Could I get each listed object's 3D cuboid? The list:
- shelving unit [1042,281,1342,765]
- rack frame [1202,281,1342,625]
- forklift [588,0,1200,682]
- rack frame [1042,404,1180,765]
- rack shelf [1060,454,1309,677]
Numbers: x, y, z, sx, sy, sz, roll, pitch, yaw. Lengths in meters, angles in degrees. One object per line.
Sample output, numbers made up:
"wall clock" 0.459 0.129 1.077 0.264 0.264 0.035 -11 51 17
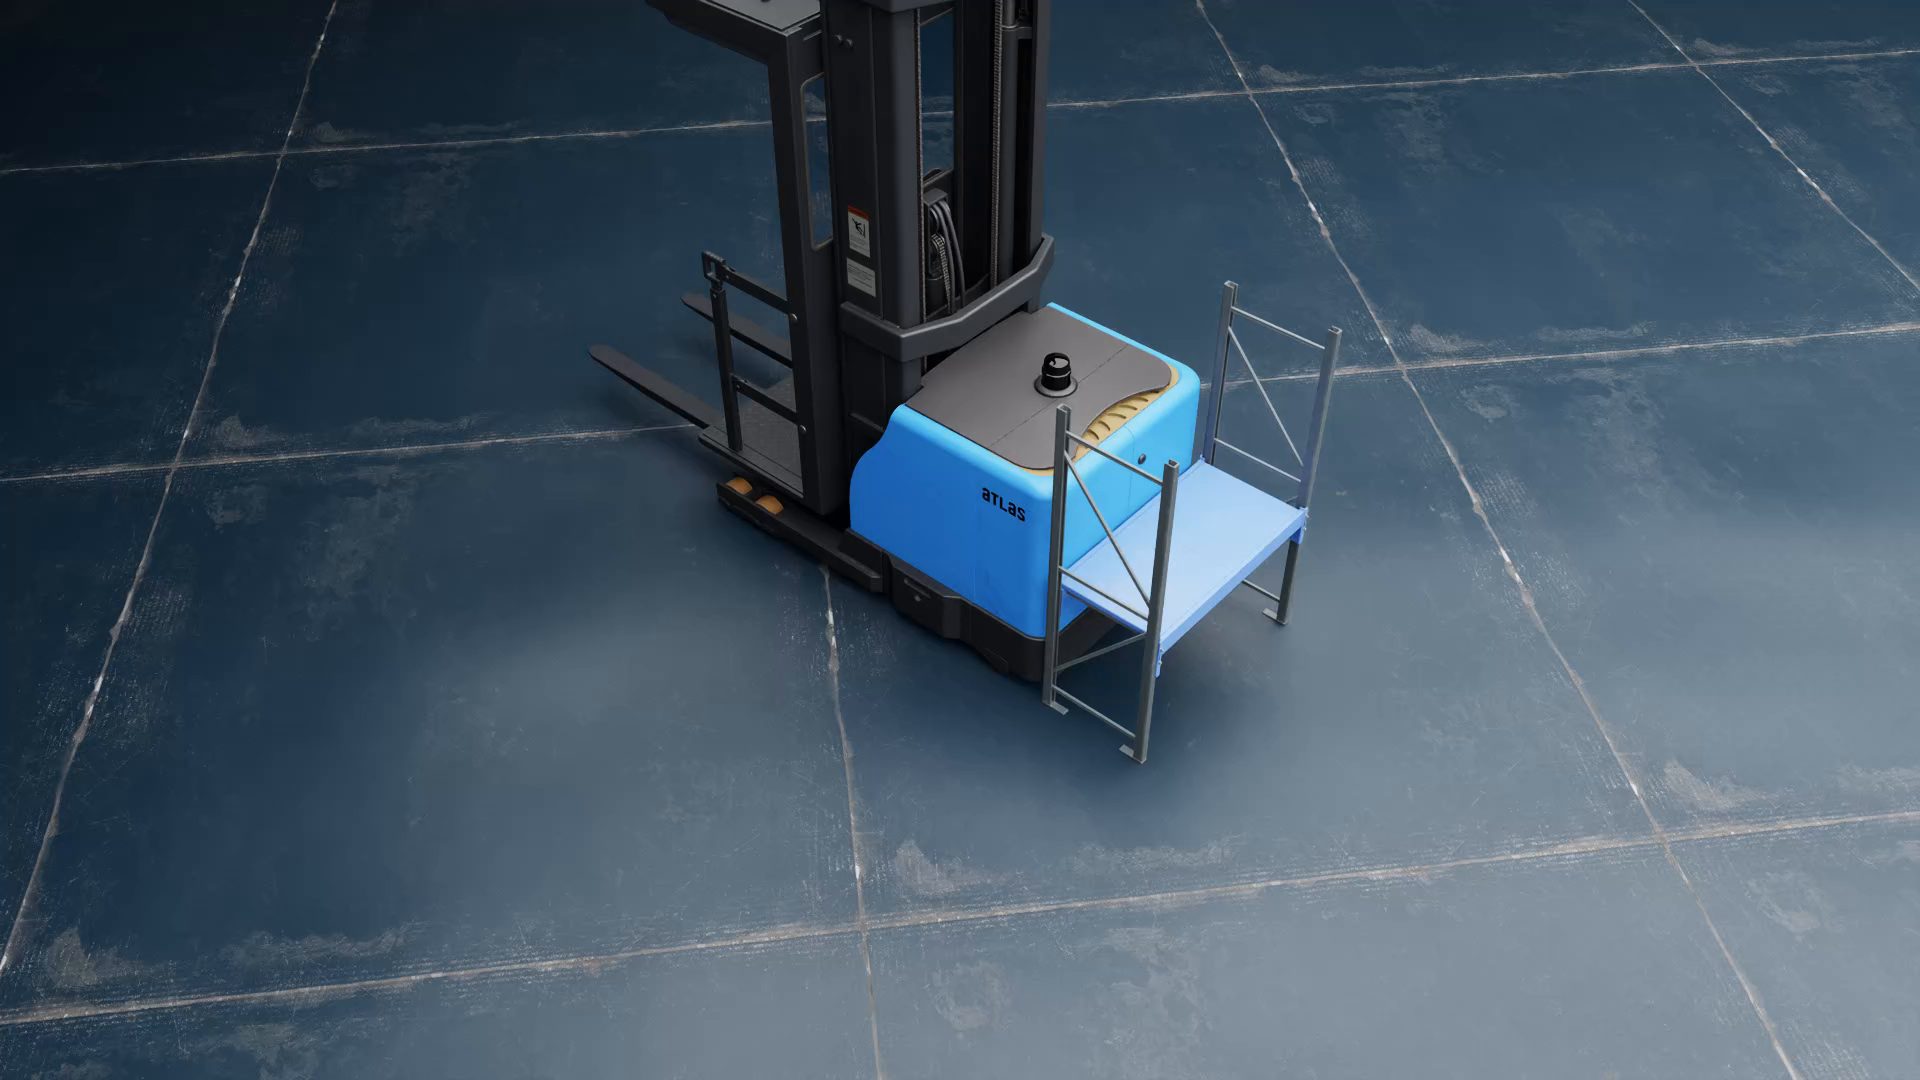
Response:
"shelving unit" 0.865 -0.055 6.406 0.538 1.500 1.048 30 50 29
"rack frame" 1.199 -0.312 6.691 0.500 1.500 0.032 30 50 29
"forklift" -0.470 -1.361 6.786 3.031 2.935 1.130 30 50 29
"rack frame" 0.531 0.202 6.122 0.500 1.500 0.032 30 50 29
"rack shelf" 0.865 0.079 6.527 0.538 0.185 1.000 30 50 29
